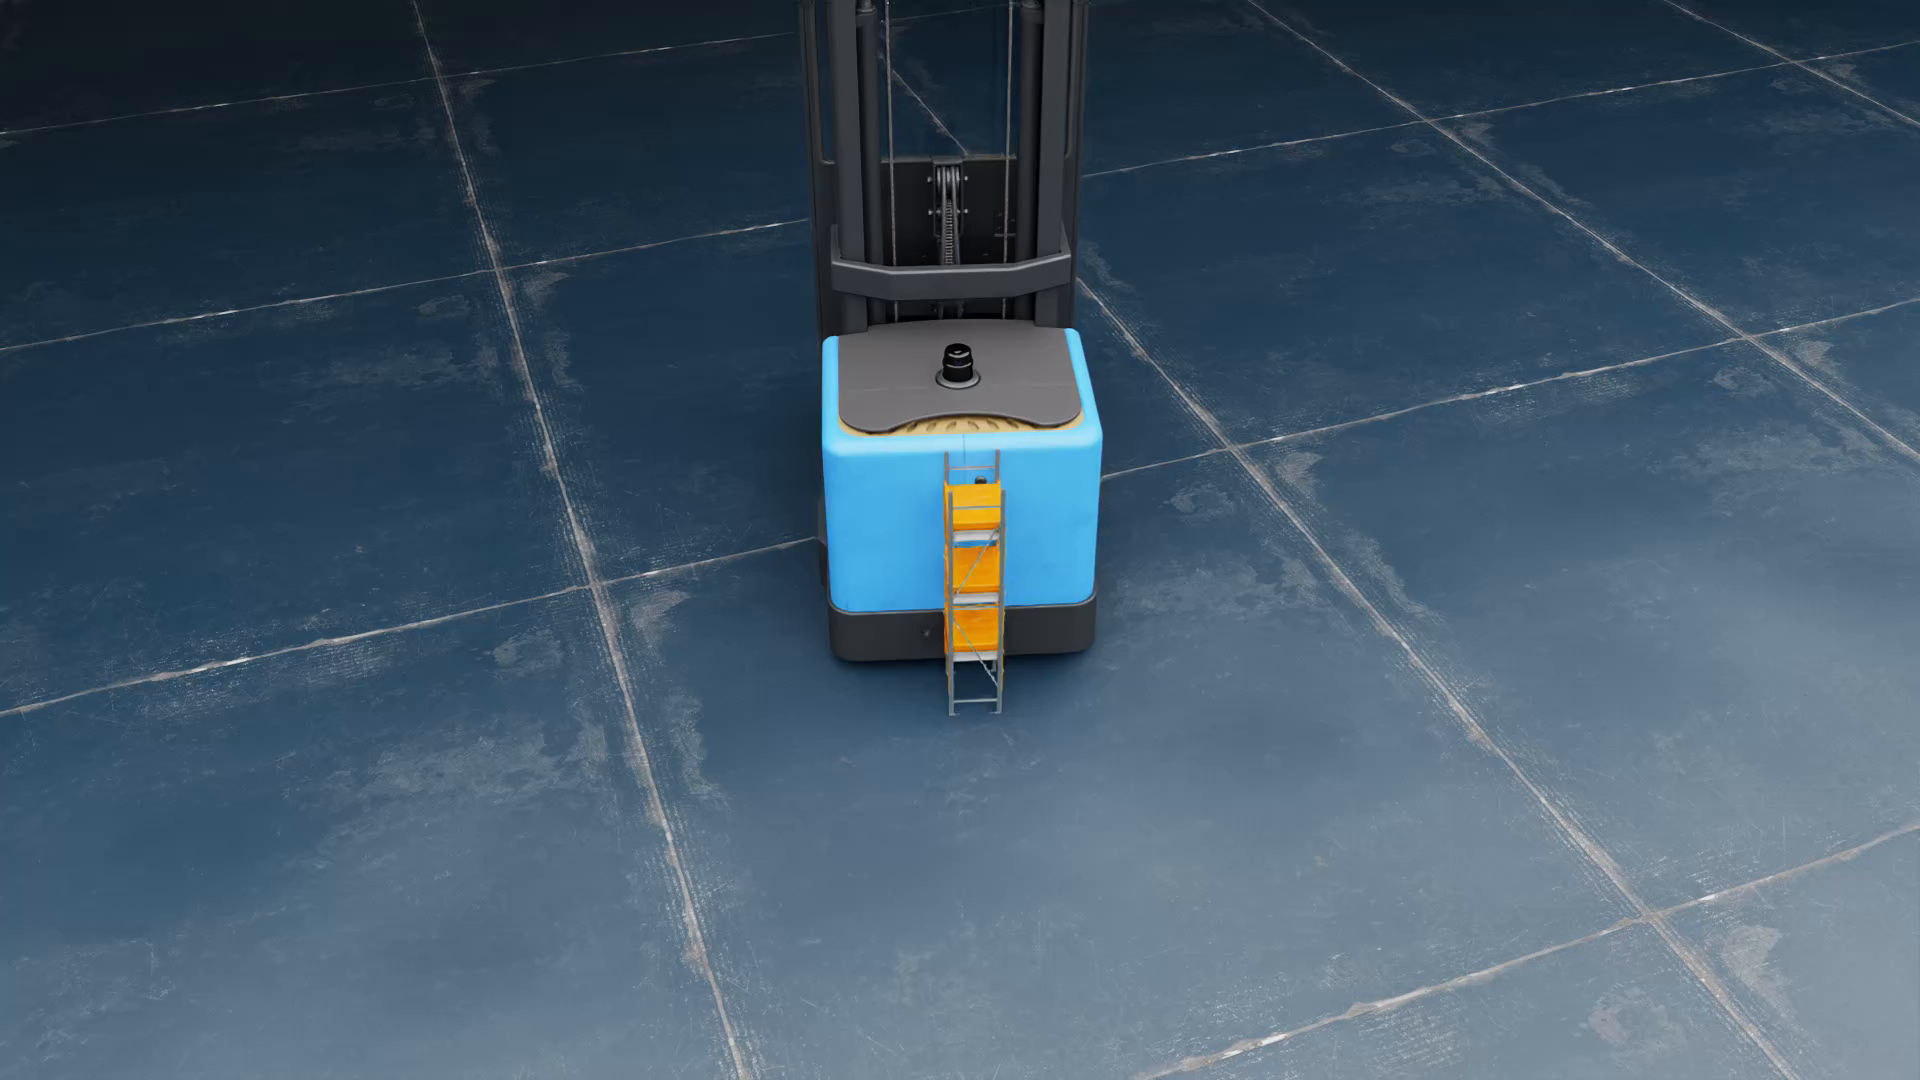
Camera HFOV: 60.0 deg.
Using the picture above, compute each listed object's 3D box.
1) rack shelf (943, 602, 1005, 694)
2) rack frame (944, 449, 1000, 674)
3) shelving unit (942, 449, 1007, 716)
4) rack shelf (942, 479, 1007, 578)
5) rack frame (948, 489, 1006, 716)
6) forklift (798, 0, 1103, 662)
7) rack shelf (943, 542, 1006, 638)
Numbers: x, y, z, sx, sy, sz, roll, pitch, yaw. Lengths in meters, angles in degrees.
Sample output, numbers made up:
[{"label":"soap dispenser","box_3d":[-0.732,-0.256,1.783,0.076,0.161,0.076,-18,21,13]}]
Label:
[{"label":"rack shelf","box_3d":[0.051,0.406,6.318,0.215,0.259,0.240,-2,37,-3]},{"label":"rack frame","box_3d":[0.043,0.102,6.242,0.200,1.050,0.008,-2,37,-3]},{"label":"shelving unit","box_3d":[0.051,0.175,6.145,0.215,1.050,0.252,-2,37,-3]},{"label":"rack shelf","box_3d":[0.051,-0.043,5.980,0.215,0.259,0.240,-2,37,-3]},{"label":"rack frame","box_3d":[0.059,0.248,6.048,0.200,1.050,0.008,-2,37,-3]},{"label":"forklift","box_3d":[-0.078,-1.563,6.889,1.130,2.935,3.031,-2,37,-3]},{"label":"rack shelf","box_3d":[0.051,0.184,6.151,0.215,0.259,0.240,-2,37,-3]}]
